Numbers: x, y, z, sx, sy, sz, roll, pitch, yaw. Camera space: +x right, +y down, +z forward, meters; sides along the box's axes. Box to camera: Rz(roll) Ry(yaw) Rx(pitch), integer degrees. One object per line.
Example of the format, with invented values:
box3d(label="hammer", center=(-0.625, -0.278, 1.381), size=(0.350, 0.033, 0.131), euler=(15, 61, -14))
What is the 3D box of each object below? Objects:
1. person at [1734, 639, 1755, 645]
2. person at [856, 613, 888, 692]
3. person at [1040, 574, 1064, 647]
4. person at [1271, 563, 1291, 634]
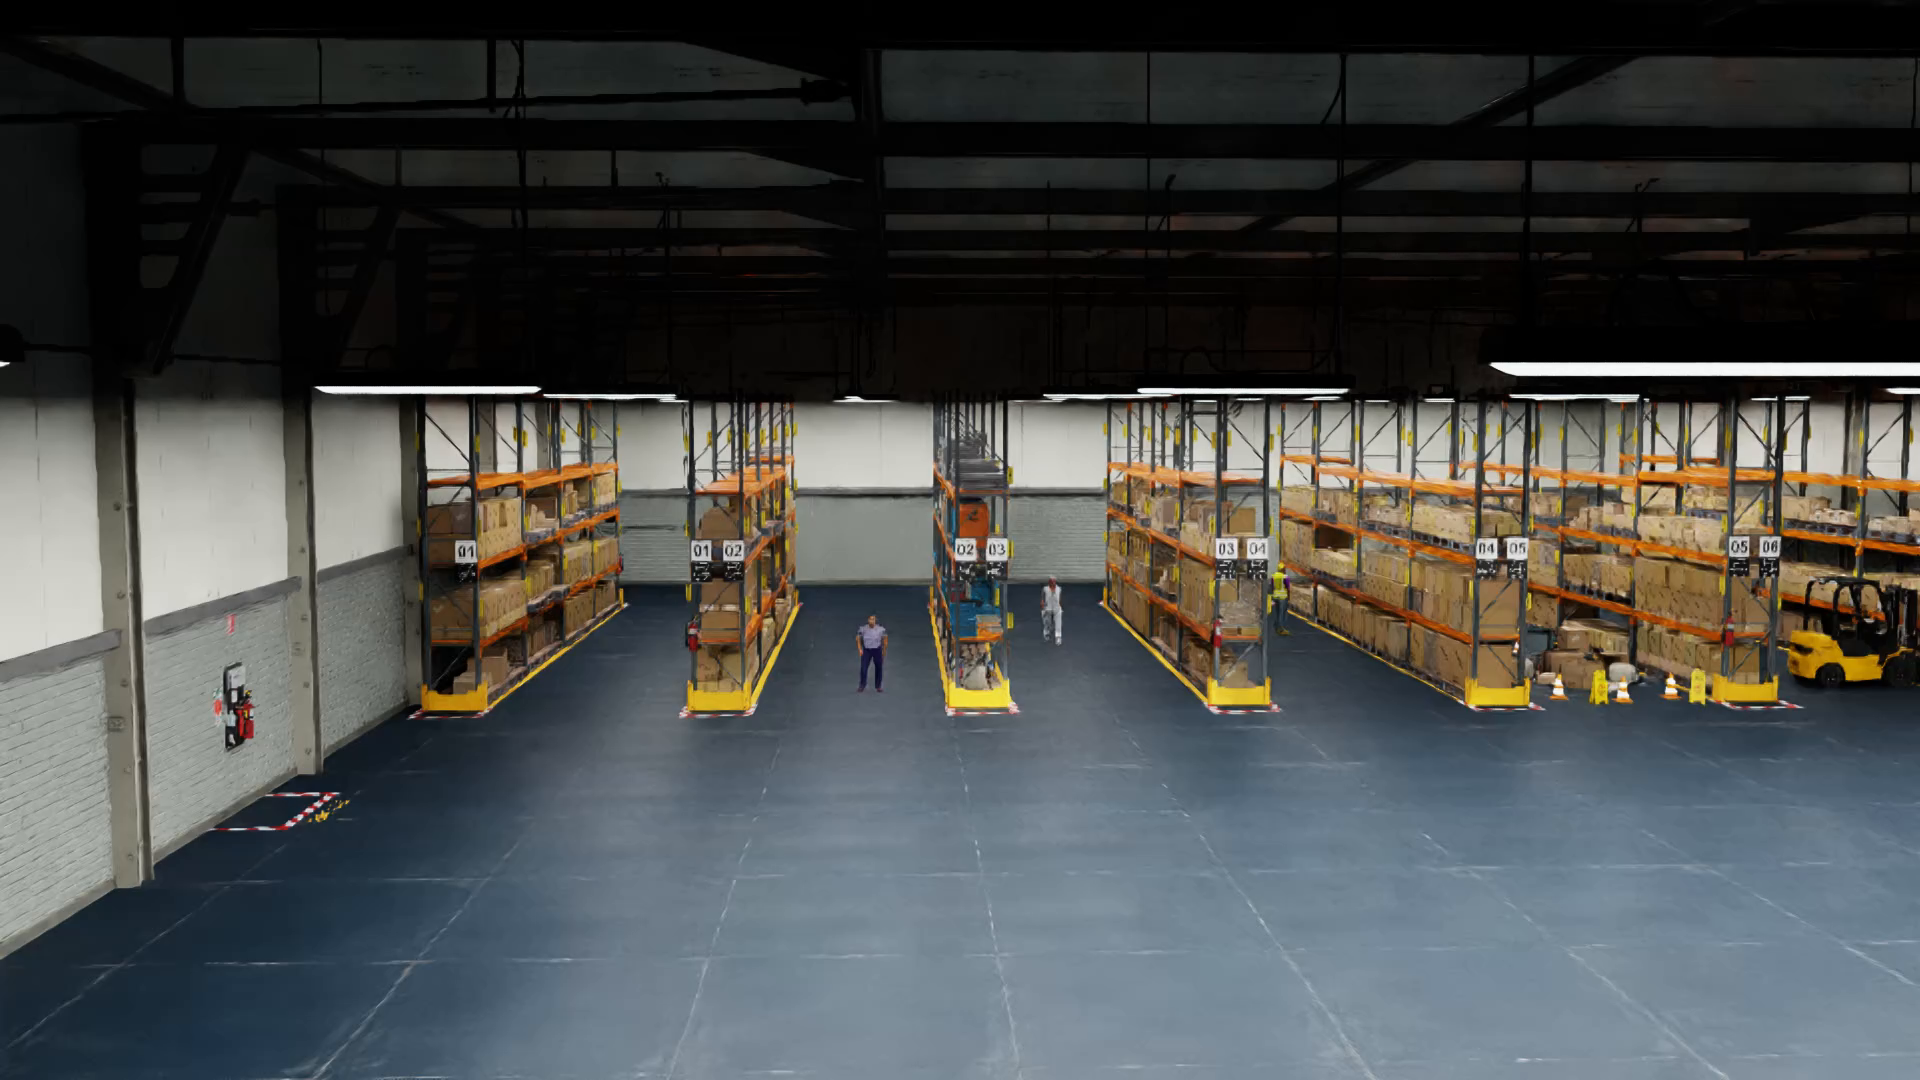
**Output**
box3d(label="person", center=(16.730, 1.944, 35.463), size=(0.475, 1.761, 0.595), euler=(-3, 6, -34))
box3d(label="person", center=(-1.754, 2.235, 33.115), size=(0.625, 1.596, 0.517), euler=(0, 5, -3))
box3d(label="person", center=(2.175, 1.647, 39.279), size=(0.557, 1.705, 1.116), euler=(0, 5, -4))
box3d(label="person", center=(8.056, 1.437, 41.537), size=(0.452, 1.768, 0.632), euler=(-3, 6, -32))
